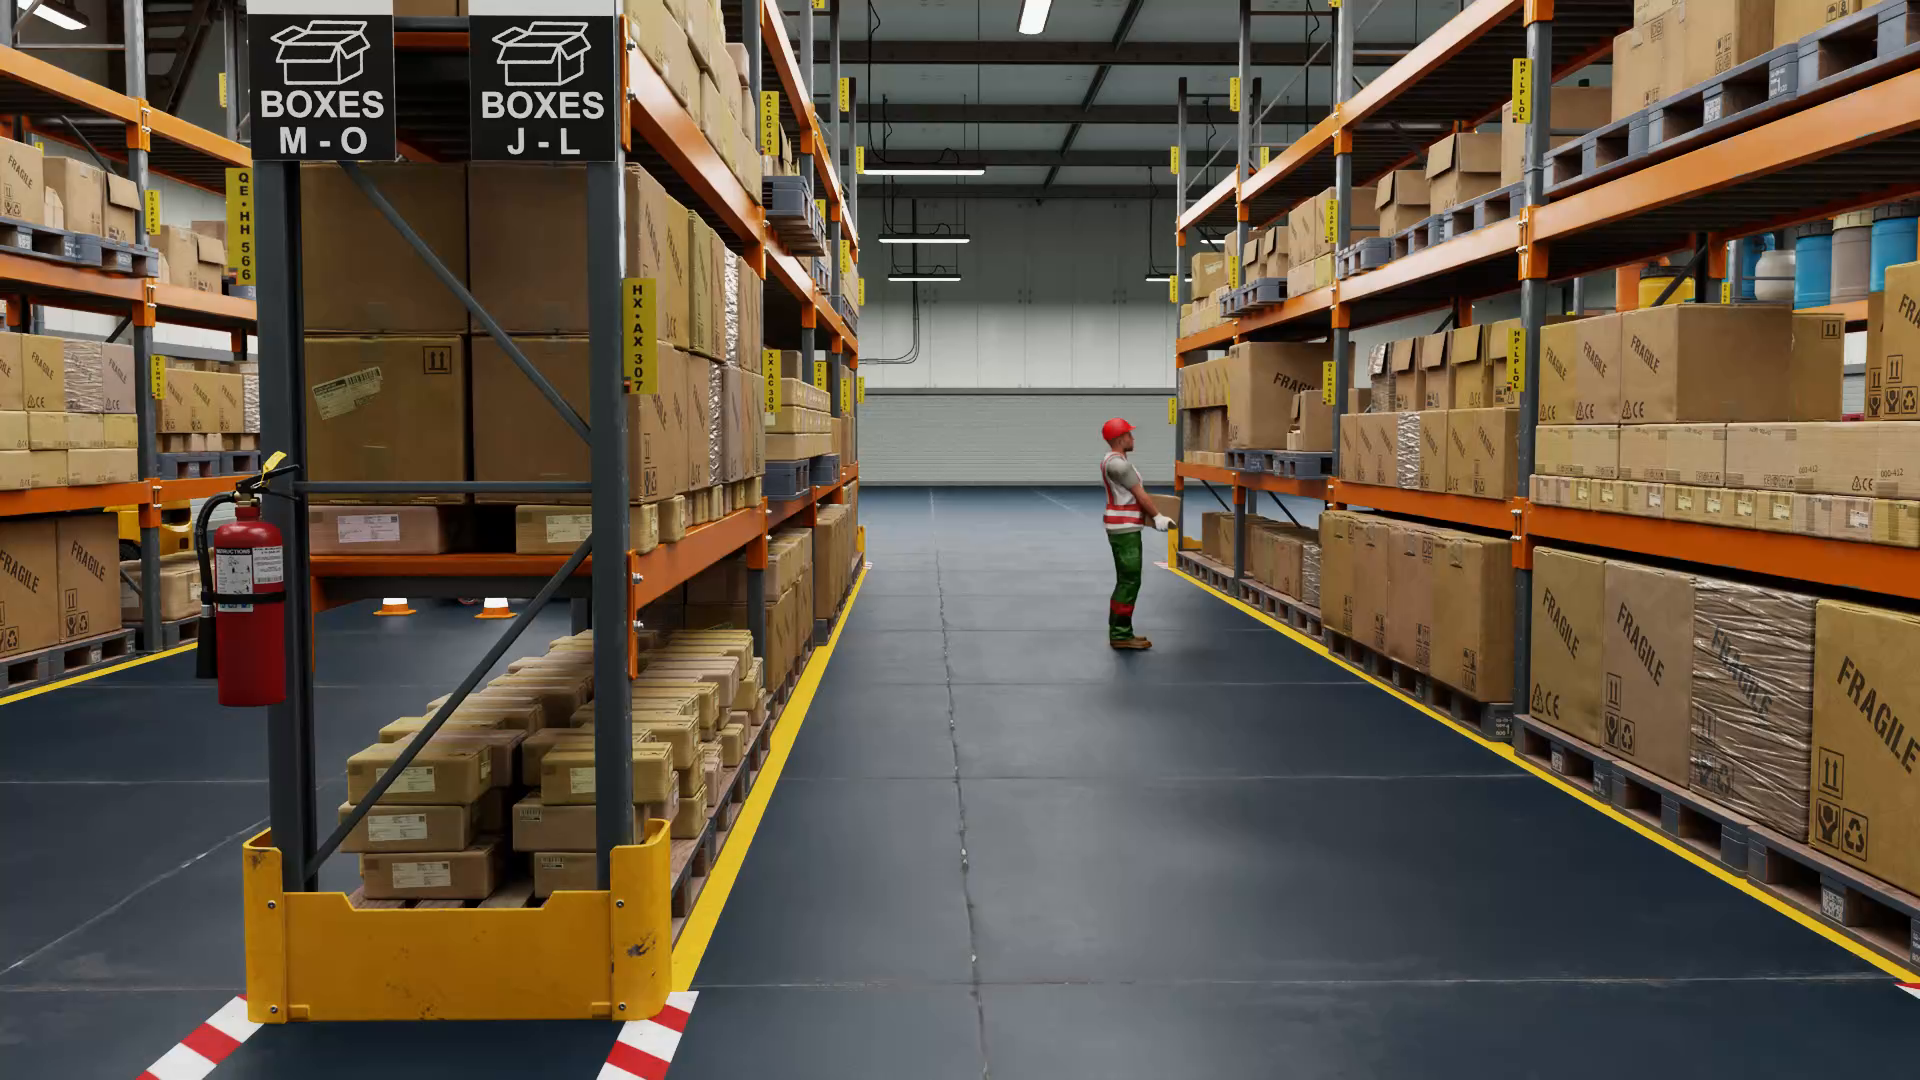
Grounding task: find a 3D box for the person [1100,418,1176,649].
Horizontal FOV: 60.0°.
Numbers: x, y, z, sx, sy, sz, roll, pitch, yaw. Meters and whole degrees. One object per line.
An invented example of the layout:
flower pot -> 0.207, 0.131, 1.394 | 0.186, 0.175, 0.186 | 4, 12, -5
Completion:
person -> 1.378, -0.057, 12.919 | 0.560, 1.782, 0.494 | 0, 4, 0
